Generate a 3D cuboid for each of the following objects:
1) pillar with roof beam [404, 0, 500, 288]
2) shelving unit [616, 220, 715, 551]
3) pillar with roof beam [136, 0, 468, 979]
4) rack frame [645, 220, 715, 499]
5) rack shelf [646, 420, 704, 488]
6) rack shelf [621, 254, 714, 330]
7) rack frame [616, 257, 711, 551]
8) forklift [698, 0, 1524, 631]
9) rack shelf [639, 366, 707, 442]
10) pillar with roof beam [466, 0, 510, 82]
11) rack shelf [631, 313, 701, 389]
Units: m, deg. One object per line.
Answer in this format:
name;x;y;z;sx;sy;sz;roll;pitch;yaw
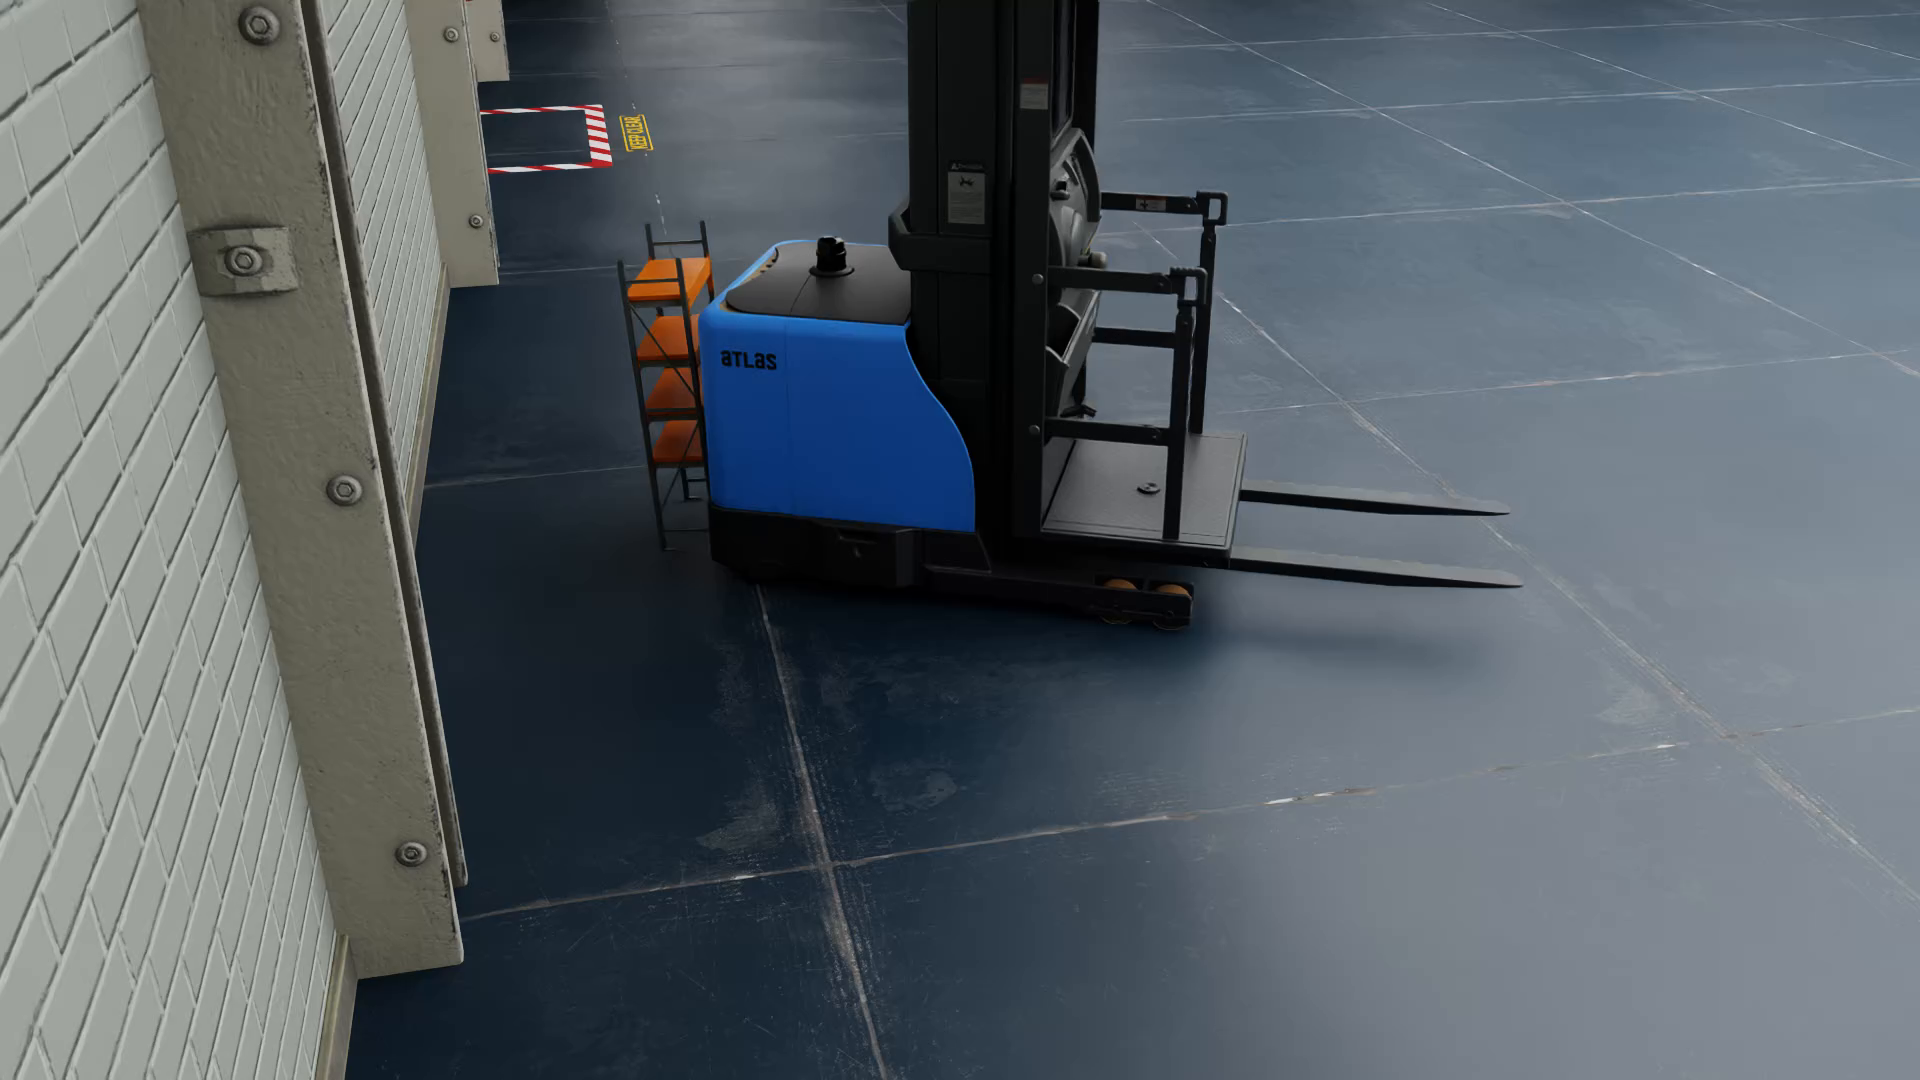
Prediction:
pillar with roof beam;1.305;-6.017;8.685;9.100;9.000;0.400;-6;27;-12
shelving unit;-1.100;-0.607;6.605;0.258;1.200;0.503;-2;27;4
pillar with roof beam;2.658;-3.383;3.466;9.100;9.000;0.400;-6;27;-12
rack frame;-1.090;-0.717;6.823;0.240;1.200;0.015;-2;27;4
rack shelf;-1.085;-0.370;6.724;0.258;0.148;0.480;-2;27;4
rack shelf;-1.122;-0.958;6.430;0.258;0.148;0.480;-2;27;4
rack frame;-1.111;-0.497;6.388;0.240;1.200;0.015;-2;27;4
forklift;0.603;-1.239;5.951;3.031;2.935;1.130;6;27;11
rack shelf;-1.096;-0.547;6.635;0.258;0.148;0.480;-2;27;4
pillar with roof beam;-0.047;-8.651;13.903;9.100;9.000;0.400;-6;27;-12
rack shelf;-1.109;-0.747;6.535;0.258;0.148;0.480;-2;27;4
